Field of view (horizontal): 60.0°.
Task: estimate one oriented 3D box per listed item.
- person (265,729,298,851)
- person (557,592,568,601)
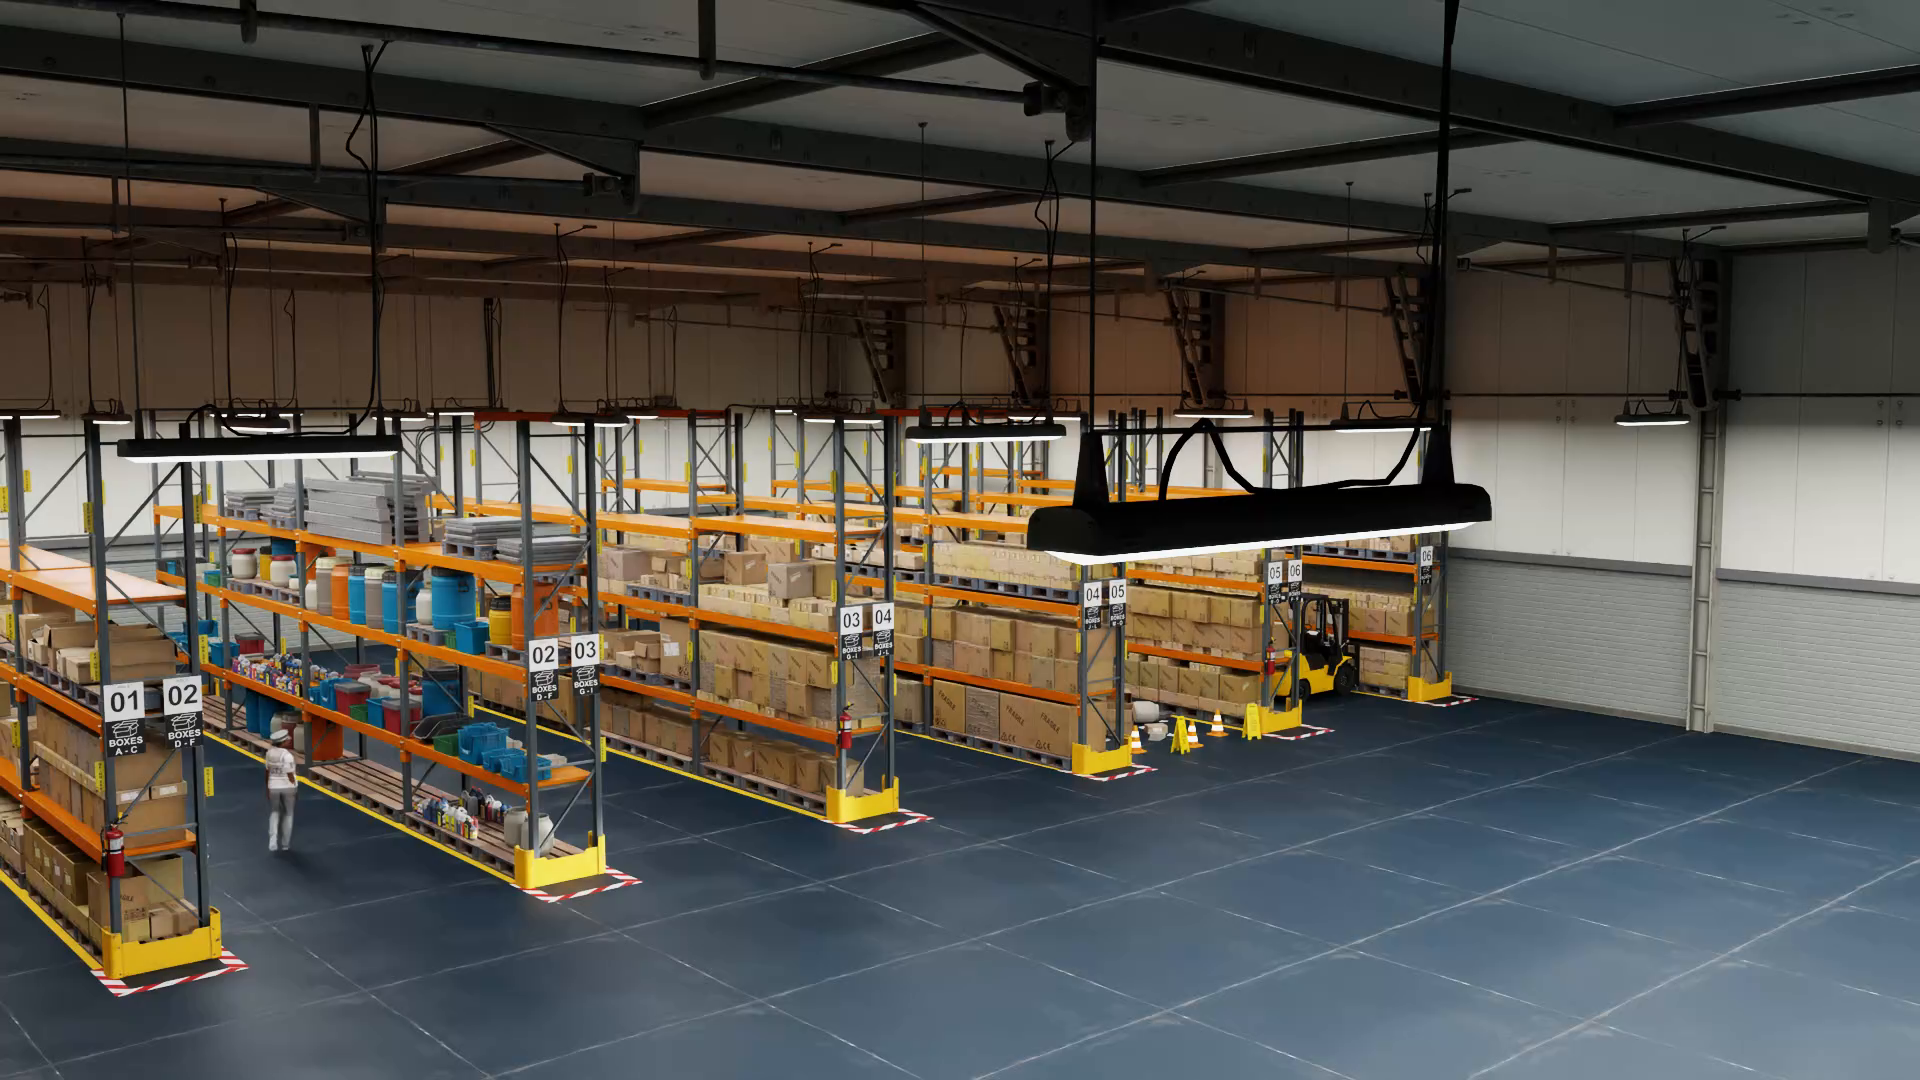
[{"bbox_3d":[-9.392,3.458,23.001,0.449,1.682,0.465,-1,5,-6],"label":"person"},{"bbox_3d":[-9.730,1.971,40.538,0.551,1.597,0.928,-1,5,-13],"label":"person"}]
